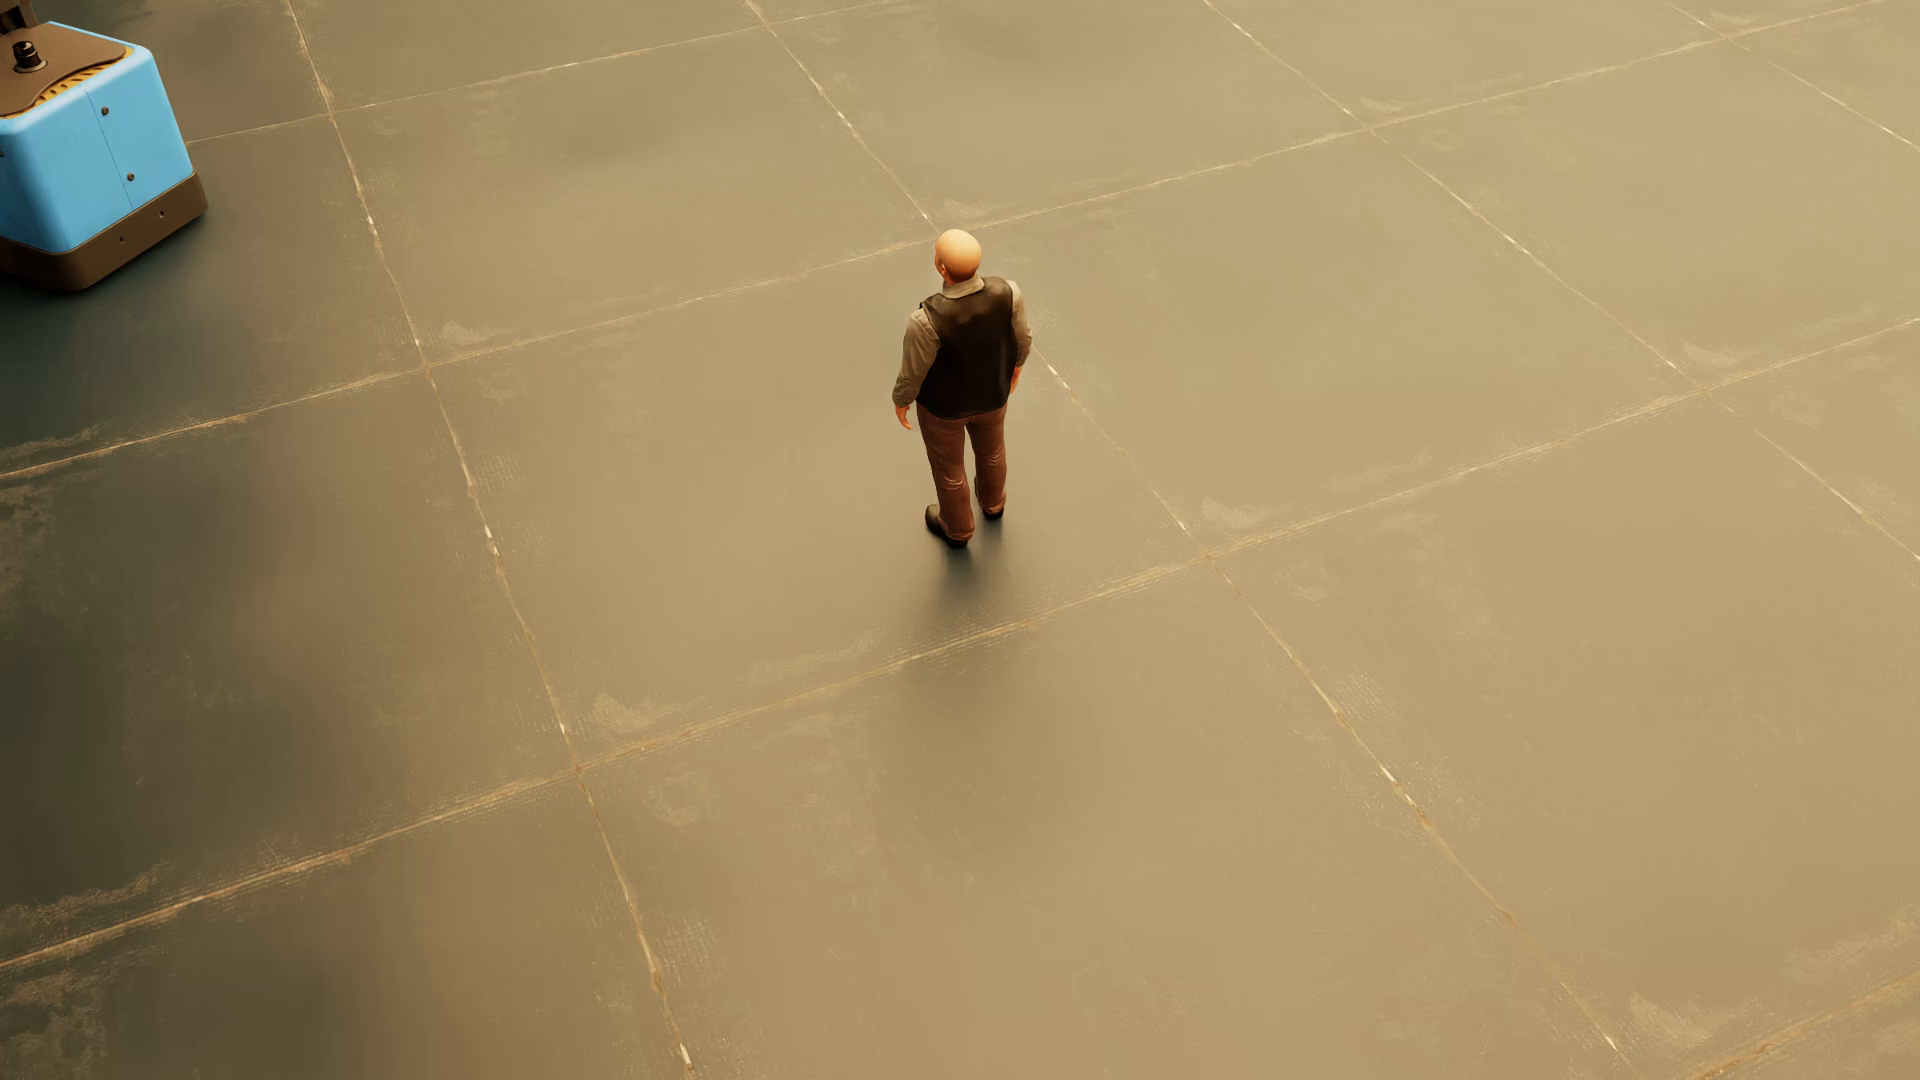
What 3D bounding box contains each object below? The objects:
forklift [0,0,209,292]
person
[{"bbox_3d":[-5.997,-3.147,9.053,3.031,2.935,1.130,19,46,19],"label":"forklift"},{"bbox_3d":[-0.019,-0.675,7.279,0.632,1.720,0.568,-18,46,-18],"label":"person"}]
